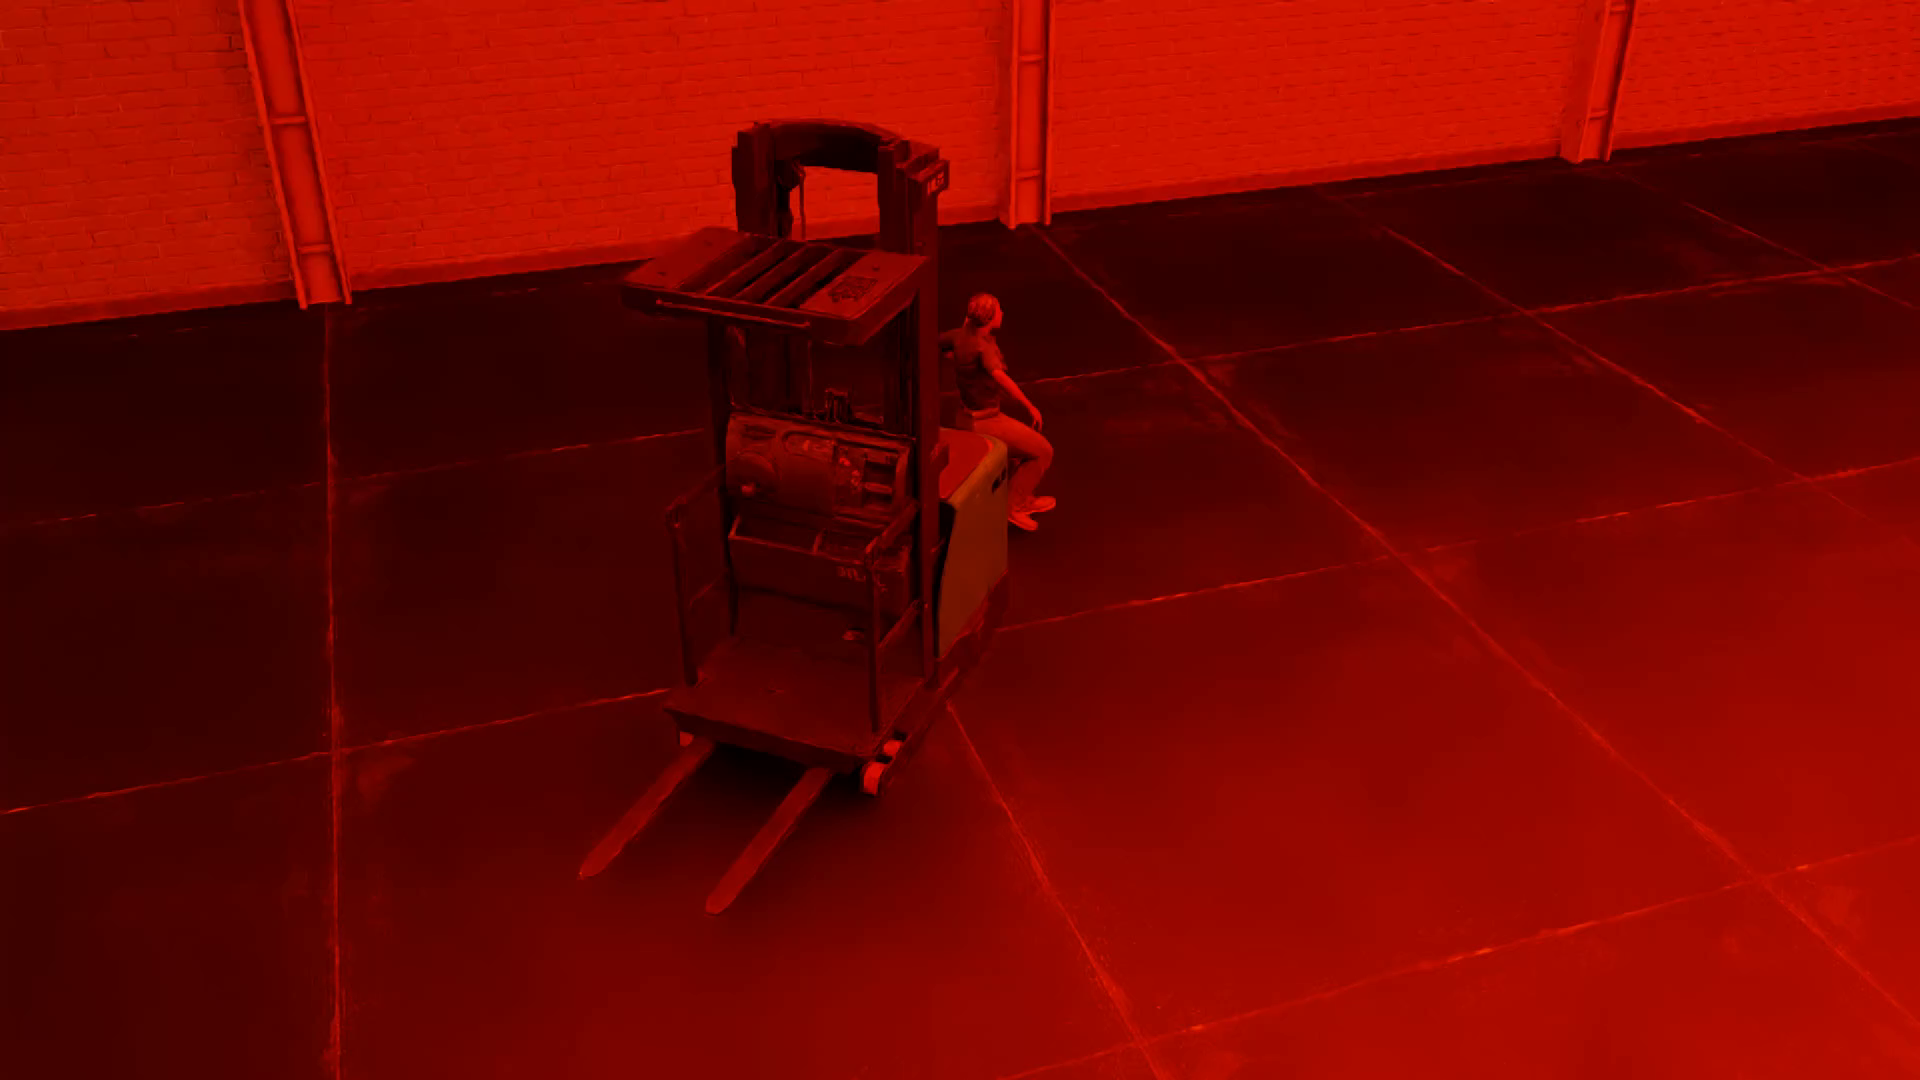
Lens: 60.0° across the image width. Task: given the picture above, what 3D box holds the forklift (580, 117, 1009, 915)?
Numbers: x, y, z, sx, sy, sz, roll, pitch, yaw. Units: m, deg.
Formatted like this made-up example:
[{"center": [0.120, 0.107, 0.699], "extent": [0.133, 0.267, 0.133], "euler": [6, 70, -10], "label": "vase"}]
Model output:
[{"center": [-0.750, -0.290, 7.591], "extent": [1.130, 2.935, 3.031], "euler": [11, 32, 19], "label": "forklift"}]

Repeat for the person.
[{"center": [0.294, -0.771, 9.830], "extent": [0.711, 1.523, 0.985], "euler": [-12, 32, -21], "label": "person"}]
